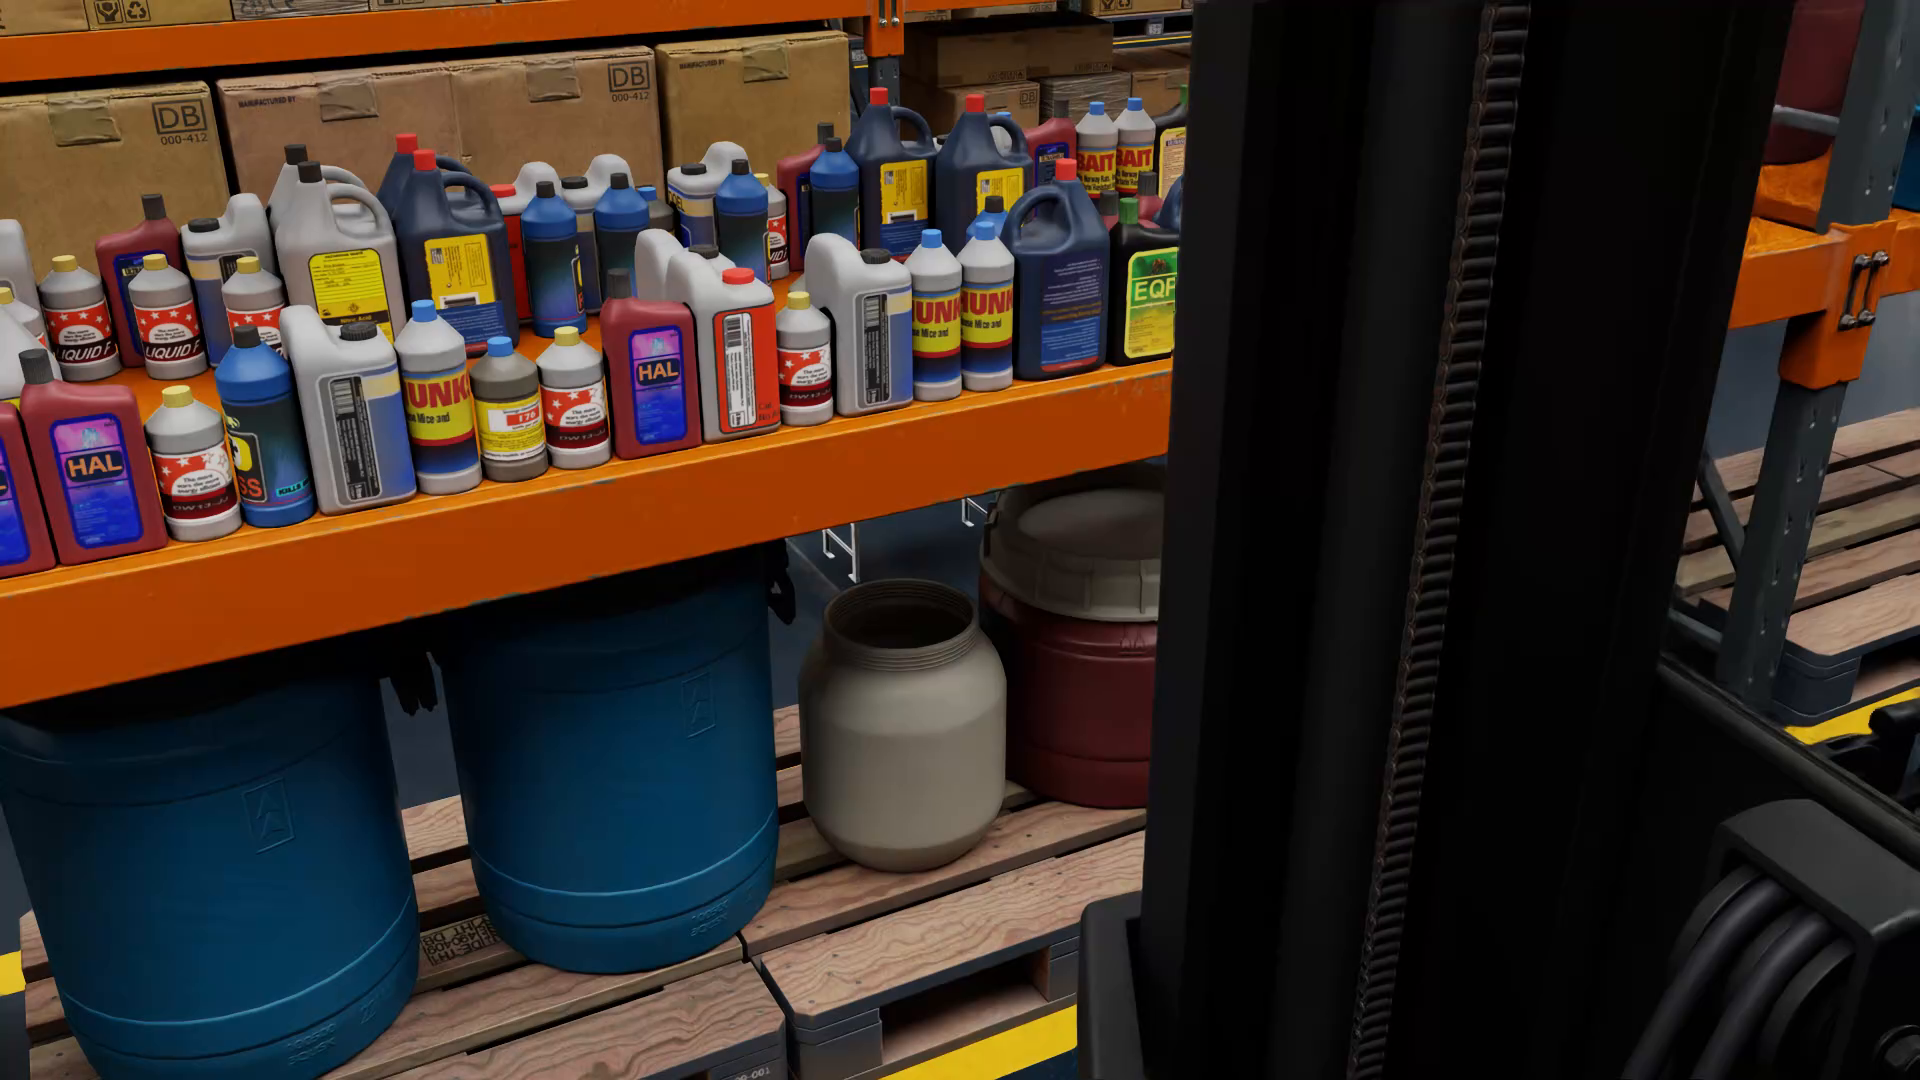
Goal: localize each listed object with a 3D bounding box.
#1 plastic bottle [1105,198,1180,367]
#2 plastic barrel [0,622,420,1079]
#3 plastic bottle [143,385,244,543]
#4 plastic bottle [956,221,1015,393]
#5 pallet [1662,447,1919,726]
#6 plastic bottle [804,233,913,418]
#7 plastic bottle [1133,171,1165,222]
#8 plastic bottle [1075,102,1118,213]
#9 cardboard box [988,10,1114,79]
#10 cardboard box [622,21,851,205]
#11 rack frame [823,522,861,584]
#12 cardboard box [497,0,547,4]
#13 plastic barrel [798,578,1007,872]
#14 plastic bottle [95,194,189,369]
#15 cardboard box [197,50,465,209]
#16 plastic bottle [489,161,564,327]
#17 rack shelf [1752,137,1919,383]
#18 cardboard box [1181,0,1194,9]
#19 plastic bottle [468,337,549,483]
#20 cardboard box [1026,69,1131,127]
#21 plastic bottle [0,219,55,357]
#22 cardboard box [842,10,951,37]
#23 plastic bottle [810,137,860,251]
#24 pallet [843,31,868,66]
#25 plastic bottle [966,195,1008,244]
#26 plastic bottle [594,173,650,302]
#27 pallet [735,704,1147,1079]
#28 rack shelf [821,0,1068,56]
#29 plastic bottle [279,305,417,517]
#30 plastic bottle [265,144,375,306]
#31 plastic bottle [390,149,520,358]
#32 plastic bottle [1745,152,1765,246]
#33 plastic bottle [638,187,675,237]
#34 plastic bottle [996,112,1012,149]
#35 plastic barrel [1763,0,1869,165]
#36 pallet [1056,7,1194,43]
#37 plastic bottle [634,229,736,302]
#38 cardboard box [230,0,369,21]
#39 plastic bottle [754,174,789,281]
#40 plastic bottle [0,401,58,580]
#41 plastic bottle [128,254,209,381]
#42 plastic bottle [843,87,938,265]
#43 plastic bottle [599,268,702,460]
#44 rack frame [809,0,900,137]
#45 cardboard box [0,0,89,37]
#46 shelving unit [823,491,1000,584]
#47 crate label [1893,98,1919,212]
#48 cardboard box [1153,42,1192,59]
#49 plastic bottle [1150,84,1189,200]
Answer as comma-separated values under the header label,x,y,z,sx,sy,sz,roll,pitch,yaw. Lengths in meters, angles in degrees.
label,x,y,z,sx,sy,sz,roll,pitch,yaw
plastic bottle,0.314,-0.447,2.850,0.133,0.283,0.061,-13,29,-25
plastic barrel,-1.282,0.425,2.839,0.708,0.901,0.600,-13,29,-25
plastic bottle,-1.035,-0.108,2.238,0.097,0.201,0.097,0,26,0
plastic bottle,0.041,-0.387,2.740,0.097,0.271,0.097,0,26,0
pallet,2.461,0.072,4.857,1.213,0.211,1.003,-13,29,-25
plastic bottle,-0.160,-0.356,2.670,0.135,0.276,0.152,-13,29,-25
plastic bottle,0.364,-0.529,3.021,0.133,0.283,0.061,-13,29,-25
plastic bottle,0.295,-0.818,3.637,0.097,0.271,0.097,0,26,0
cardboard box,0.469,-2.603,8.720,0.500,0.250,0.500,-10,27,-19
cardboard box,-1.190,-2.033,7.988,0.875,0.875,1.225,-14,29,-27
rack frame,-0.361,-0.457,4.817,0.015,1.200,0.240,-13,29,-25
cardboard box,-1.789,-2.578,7.037,0.500,0.500,0.500,-14,29,-27
plastic barrel,-0.117,0.375,3.392,0.421,0.512,0.421,0,26,0
plastic bottle,-1.392,-0.443,2.843,0.133,0.283,0.061,-13,29,-25
cardboard box,-2.757,-1.671,7.234,0.875,0.875,1.225,-14,29,-27
plastic bottle,-0.807,-0.553,3.079,0.135,0.276,0.152,-13,29,-25
rack shelf,3.524,-1.125,4.959,4.000,0.370,1.077,-13,29,-25
cardboard box,2.095,-5.181,14.546,0.875,0.875,0.875,-13,28,-25
plastic bottle,-0.658,-0.194,2.419,0.097,0.201,0.097,0,26,0
cardboard box,0.494,-2.267,8.887,0.500,0.500,0.700,-16,30,-29
plastic bottle,-1.574,-0.375,2.710,0.135,0.276,0.152,-13,29,-25
cardboard box,-0.645,-4.483,13.235,0.750,0.750,1.050,-13,29,-25
plastic bottle,-0.248,-0.663,3.314,0.097,0.271,0.097,0,26,0
pallet,-1.010,-3.970,13.275,1.213,0.211,1.003,-13,29,-25
plastic bottle,0.059,-0.462,2.896,0.097,0.271,0.097,0,26,0
plastic bottle,-0.613,-0.534,3.045,0.097,0.271,0.097,0,26,0
pallet,0.008,0.638,3.677,1.213,0.211,1.003,-13,29,-25
rack shelf,1.194,-3.017,8.899,4.000,0.370,1.077,-13,29,-25
plastic bottle,-0.859,-0.195,2.334,0.135,0.276,0.152,-13,29,-25
plastic bottle,-1.113,-0.518,2.919,0.185,0.351,0.144,-13,29,-25
plastic bottle,-0.882,-0.500,2.883,0.185,0.351,0.144,-13,29,-25
plastic bottle,1.603,-0.744,3.470,0.133,0.283,0.061,-13,29,-25
plastic bottle,-0.599,-0.580,3.223,0.097,0.201,0.097,0,26,0
plastic bottle,0.091,-0.771,3.539,0.097,0.271,0.097,0,26,0
plastic barrel,2.027,-1.314,4.364,0.708,0.536,0.600,-13,29,-25
pallet,1.421,-4.531,14.444,1.213,0.211,1.003,-13,29,-25
plastic bottle,-0.437,-0.367,2.692,0.135,0.276,0.152,-13,29,-25
cardboard box,-2.692,-2.367,6.599,0.500,0.500,0.500,-14,29,-26
plastic bottle,-0.394,-0.628,3.321,0.097,0.201,0.097,0,26,0
plastic bottle,-1.246,-0.087,2.100,0.133,0.283,0.061,-13,29,-25
plastic bottle,-1.338,-0.380,2.805,0.097,0.201,0.097,0,26,0
plastic bottle,-0.141,-0.742,3.387,0.185,0.351,0.144,-13,29,-25
plastic bottle,-0.462,-0.268,2.477,0.133,0.283,0.061,-13,29,-25
rack frame,-0.571,-2.934,7.895,0.127,3.000,1.000,-13,29,-25
cardboard box,-3.577,-2.163,6.173,0.500,0.500,0.500,-13,29,-25
shelving unit,-0.146,-0.507,4.920,0.503,1.200,0.258,-13,29,-25
crate label,2.308,-0.910,3.872,0.416,0.233,0.303,-13,29,-25
cardboard box,1.483,-2.499,9.369,0.500,0.500,0.700,-16,30,-29
plastic bottle,0.474,-0.874,3.739,0.133,0.283,0.061,-13,29,-25
